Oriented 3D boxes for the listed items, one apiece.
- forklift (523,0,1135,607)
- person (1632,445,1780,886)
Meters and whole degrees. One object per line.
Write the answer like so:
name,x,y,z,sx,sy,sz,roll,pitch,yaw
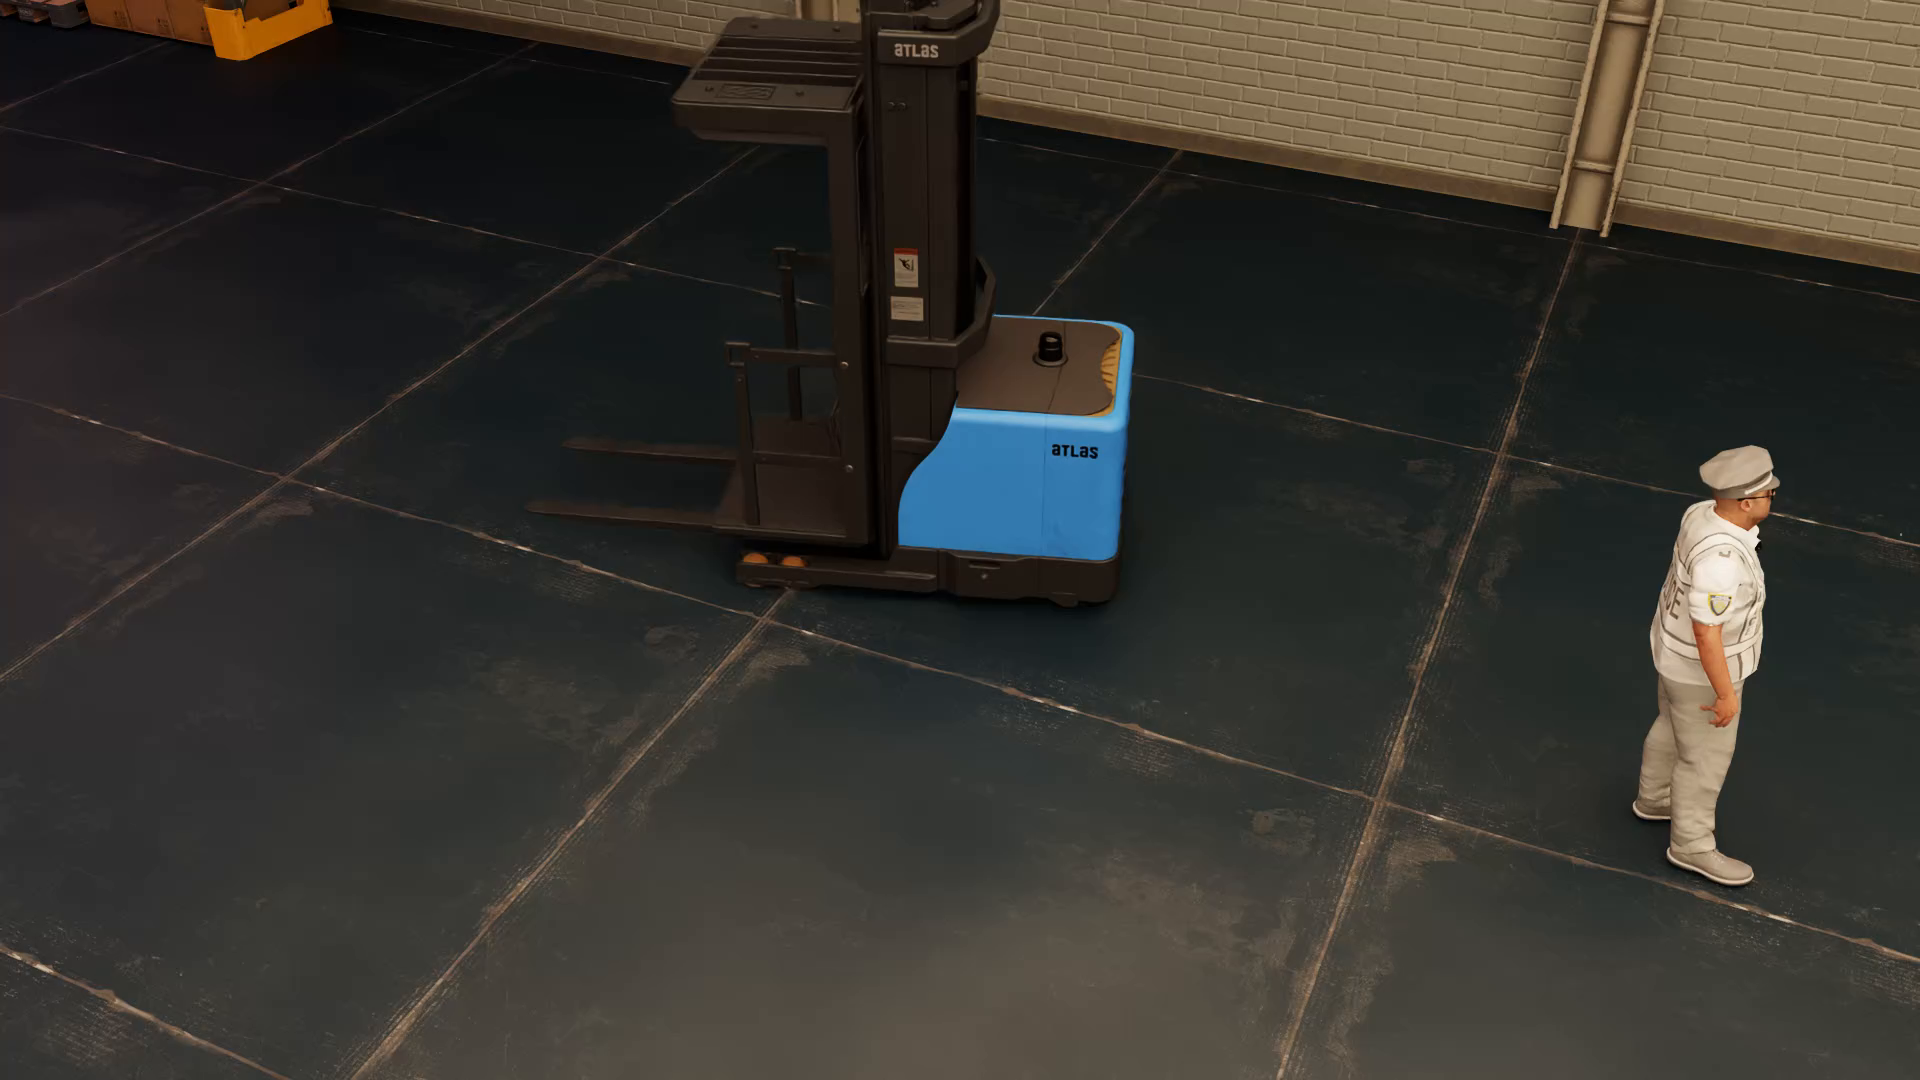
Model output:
forklift,-0.678,-1.243,7.830,3.031,2.935,1.130,4,36,6
person,2.961,0.456,6.424,0.573,1.782,0.642,8,36,11
